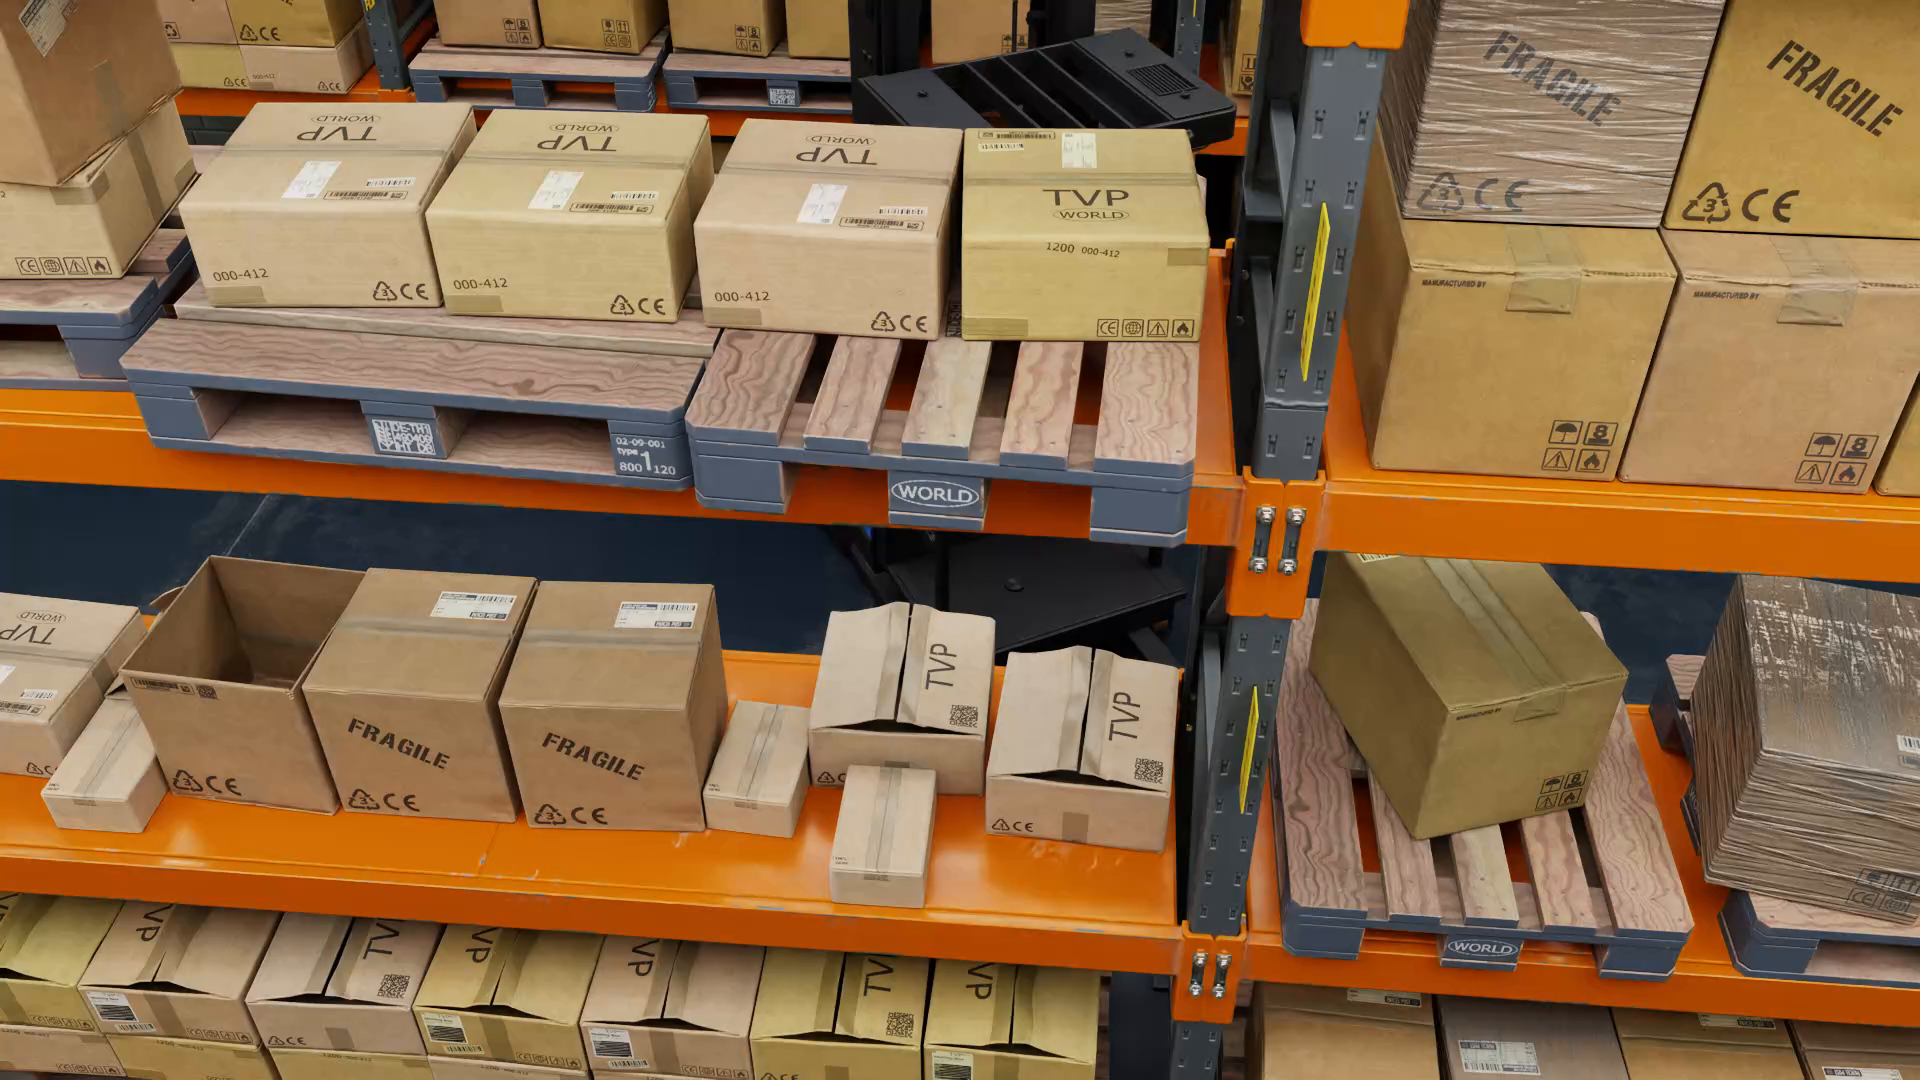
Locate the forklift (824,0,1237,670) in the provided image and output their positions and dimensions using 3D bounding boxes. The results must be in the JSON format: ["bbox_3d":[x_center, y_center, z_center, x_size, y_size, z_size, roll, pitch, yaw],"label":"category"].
[{"bbox_3d":[0.265,-0.776,6.381,1.130,2.935,3.031,-16,42,-19],"label":"forklift"}]

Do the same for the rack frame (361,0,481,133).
[{"bbox_3d":[-2.848,-2.744,8.746,0.127,3.000,1.000,3,39,4],"label":"rack frame"}]

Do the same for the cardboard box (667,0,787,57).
[{"bbox_3d":[-1.129,-2.854,8.452,0.500,0.500,0.700,8,40,10],"label":"cardboard box"}]

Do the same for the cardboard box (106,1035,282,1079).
[{"bbox_3d":[-2.382,1.481,5.400,0.500,0.250,0.500,4,39,5],"label":"cardboard box"}]

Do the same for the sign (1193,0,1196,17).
[{"bbox_3d":[1.100,-2.603,7.718,0.005,0.325,0.100,3,39,4],"label":"sign"}]

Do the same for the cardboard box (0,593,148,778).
[{"bbox_3d":[-2.777,0.429,4.966,0.500,0.250,0.500,5,39,7],"label":"cardboard box"}]

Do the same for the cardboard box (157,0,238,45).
[{"bbox_3d":[-3.843,-2.840,8.372,0.500,0.500,0.500,3,39,4],"label":"cardboard box"}]

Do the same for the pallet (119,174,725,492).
[{"bbox_3d":[-1.085,-0.541,3.812,1.213,0.211,1.003,5,39,6],"label":"pallet"}]

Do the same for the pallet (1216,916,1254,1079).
[{"bbox_3d":[1.454,1.735,5.451,1.213,0.211,1.003,3,39,4],"label":"pallet"}]

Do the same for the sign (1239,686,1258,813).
[{"bbox_3d":[0.669,0.489,3.856,0.005,0.325,0.100,3,39,4],"label":"sign"}]

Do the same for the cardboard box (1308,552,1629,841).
[{"bbox_3d":[1.350,0.351,4.531,0.500,0.500,0.700,-9,40,-11],"label":"cardboard box"}]

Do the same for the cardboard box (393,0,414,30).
[{"bbox_3d":[-3.298,-2.855,8.984,0.500,0.250,0.500,4,39,4],"label":"cardboard box"}]

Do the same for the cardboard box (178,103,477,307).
[{"bbox_3d":[-1.372,-0.754,3.710,0.500,0.250,0.500,0,39,0],"label":"cardboard box"}]

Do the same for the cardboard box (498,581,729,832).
[{"bbox_3d":[-0.960,0.469,4.718,0.500,0.500,0.500,1,39,1],"label":"cardboard box"}]

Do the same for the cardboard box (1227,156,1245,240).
[{"bbox_3d":[1.858,-1.733,8.873,0.750,0.750,0.750,3,39,3],"label":"cardboard box"}]

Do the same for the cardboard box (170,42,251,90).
[{"bbox_3d":[-3.842,-2.562,8.624,0.500,0.250,0.500,3,39,4],"label":"cardboard box"}]

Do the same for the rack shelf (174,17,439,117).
[{"bbox_3d":[-4.841,-2.574,9.107,4.000,0.370,1.077,3,39,4],"label":"rack shelf"}]

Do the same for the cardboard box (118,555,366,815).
[{"bbox_3d":[-1.983,0.413,4.787,0.500,0.500,0.500,6,40,7],"label":"cardboard box"}]

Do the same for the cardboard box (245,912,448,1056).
[{"bbox_3d":[-1.867,1.294,5.185,0.500,0.311,0.500,2,39,2],"label":"cardboard box"}]

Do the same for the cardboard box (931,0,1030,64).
[{"bbox_3d":[0.109,-2.769,8.348,0.500,0.500,0.700,0,39,0],"label":"cardboard box"}]

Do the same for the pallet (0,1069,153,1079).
[{"bbox_3d":[-2.534,1.468,5.779,1.213,0.211,1.003,3,39,4],"label":"pallet"}]

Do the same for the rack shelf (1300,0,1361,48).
[{"bbox_3d":[-1.279,-1.412,3.244,4.000,0.370,1.077,3,39,4],"label":"rack shelf"}]

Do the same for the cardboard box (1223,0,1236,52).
[{"bbox_3d":[1.630,-2.829,8.518,0.500,0.500,0.500,3,39,4],"label":"cardboard box"}]

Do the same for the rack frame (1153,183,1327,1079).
[{"bbox_3d":[0.713,0.589,4.650,0.127,3.000,1.000,3,39,4],"label":"rack frame"}]

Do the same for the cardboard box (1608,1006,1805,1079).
[{"bbox_3d":[2.164,1.648,4.981,0.500,0.500,0.500,3,39,3],"label":"cardboard box"}]

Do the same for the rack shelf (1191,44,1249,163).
[{"bbox_3d":[3.130,-2.139,8.571,4.000,0.370,1.077,3,39,4],"label":"rack shelf"}]

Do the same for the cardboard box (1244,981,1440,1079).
[{"bbox_3d":[1.142,1.592,5.049,0.500,0.500,0.500,5,39,6],"label":"cardboard box"}]

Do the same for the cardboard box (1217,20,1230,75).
[{"bbox_3d":[1.484,-2.580,8.727,0.250,0.149,0.380,4,39,5],"label":"cardboard box"}]

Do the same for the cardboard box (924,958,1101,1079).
[{"bbox_3d":[0.170,1.401,5.053,0.500,0.311,0.500,4,39,5],"label":"cardboard box"}]

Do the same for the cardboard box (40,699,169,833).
[{"bbox_3d":[-2.407,0.645,4.780,0.250,0.149,0.380,3,39,4],"label":"cardboard box"}]

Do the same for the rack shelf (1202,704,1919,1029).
[{"bbox_3d":[2.706,0.977,4.743,4.000,0.370,1.077,3,39,4],"label":"rack shelf"}]

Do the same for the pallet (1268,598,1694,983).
[{"bbox_3d":[1.395,0.656,4.720,1.003,0.211,1.213,3,39,4],"label":"pallet"}]

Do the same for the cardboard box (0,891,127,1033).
[{"bbox_3d":[-2.881,1.236,5.256,0.500,0.311,0.500,3,39,4],"label":"cardboard box"}]

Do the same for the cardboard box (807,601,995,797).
[{"bbox_3d":[-0.161,0.453,4.888,0.500,0.311,0.500,3,39,3],"label":"cardboard box"}]

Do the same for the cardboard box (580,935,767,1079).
[{"bbox_3d":[-0.851,1.348,5.119,0.500,0.311,0.500,3,39,4],"label":"cardboard box"}]

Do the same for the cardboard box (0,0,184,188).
[{"bbox_3d":[-2.091,-1.113,3.557,0.500,0.500,0.500,7,40,8],"label":"cardboard box"}]

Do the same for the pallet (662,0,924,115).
[{"bbox_3d":[-0.839,-2.534,8.639,1.213,0.211,1.003,3,39,4],"label":"pallet"}]

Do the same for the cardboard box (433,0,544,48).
[{"bbox_3d":[-2.344,-2.905,8.515,0.500,0.500,0.700,3,39,4],"label":"cardboard box"}]

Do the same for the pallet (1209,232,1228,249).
[{"bbox_3d":[1.916,-1.355,9.247,1.213,0.211,1.003,3,39,4],"label":"pallet"}]

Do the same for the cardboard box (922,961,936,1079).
[{"bbox_3d":[-0.346,1.591,5.264,0.500,0.250,0.500,3,39,3],"label":"cardboard box"}]

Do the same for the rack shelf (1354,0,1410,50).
[{"bbox_3d":[2.706,-1.195,2.976,4.000,0.370,1.077,3,39,4],"label":"rack shelf"}]

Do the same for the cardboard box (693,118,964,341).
[{"bbox_3d":[-0.267,-0.685,3.626,0.500,0.250,0.500,4,39,5],"label":"cardboard box"}]

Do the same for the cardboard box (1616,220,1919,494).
[{"bbox_3d":[1.659,-0.583,3.634,0.500,0.500,0.910,3,39,4],"label":"cardboard box"}]

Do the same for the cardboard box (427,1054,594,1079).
[{"bbox_3d":[-1.359,1.536,5.332,0.500,0.250,0.500,4,39,5],"label":"cardboard box"}]

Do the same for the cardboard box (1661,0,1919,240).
[{"bbox_3d":[1.656,-0.945,3.288,0.500,0.500,0.500,3,39,4],"label":"cardboard box"}]
